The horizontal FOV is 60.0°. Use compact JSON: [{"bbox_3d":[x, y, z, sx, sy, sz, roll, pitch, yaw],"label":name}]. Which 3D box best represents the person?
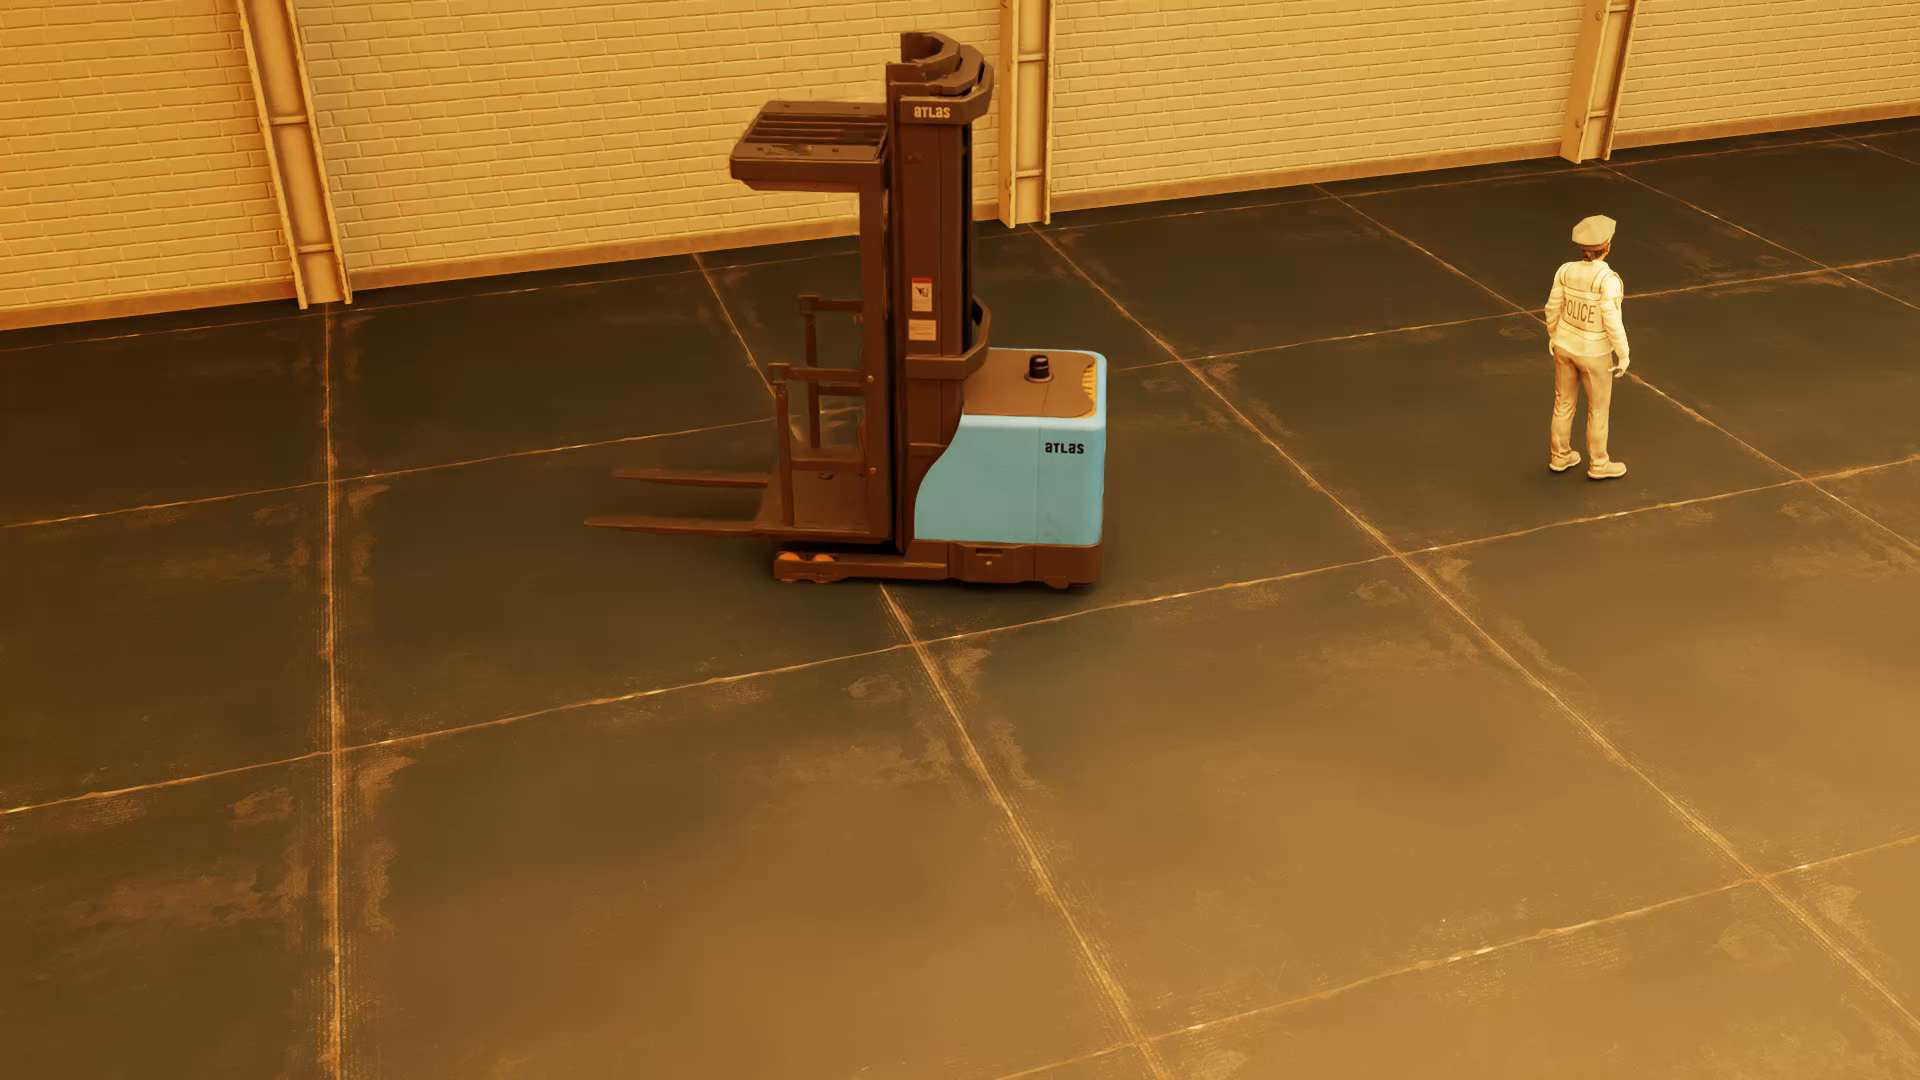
[{"bbox_3d":[3.951,-1.211,10.417,0.530,1.694,0.588,-19,35,-30],"label":"person"}]

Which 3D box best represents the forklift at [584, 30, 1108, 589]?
[{"bbox_3d":[-0.669,-1.278,9.309,3.031,2.935,1.130,2,30,4],"label":"forklift"}]
